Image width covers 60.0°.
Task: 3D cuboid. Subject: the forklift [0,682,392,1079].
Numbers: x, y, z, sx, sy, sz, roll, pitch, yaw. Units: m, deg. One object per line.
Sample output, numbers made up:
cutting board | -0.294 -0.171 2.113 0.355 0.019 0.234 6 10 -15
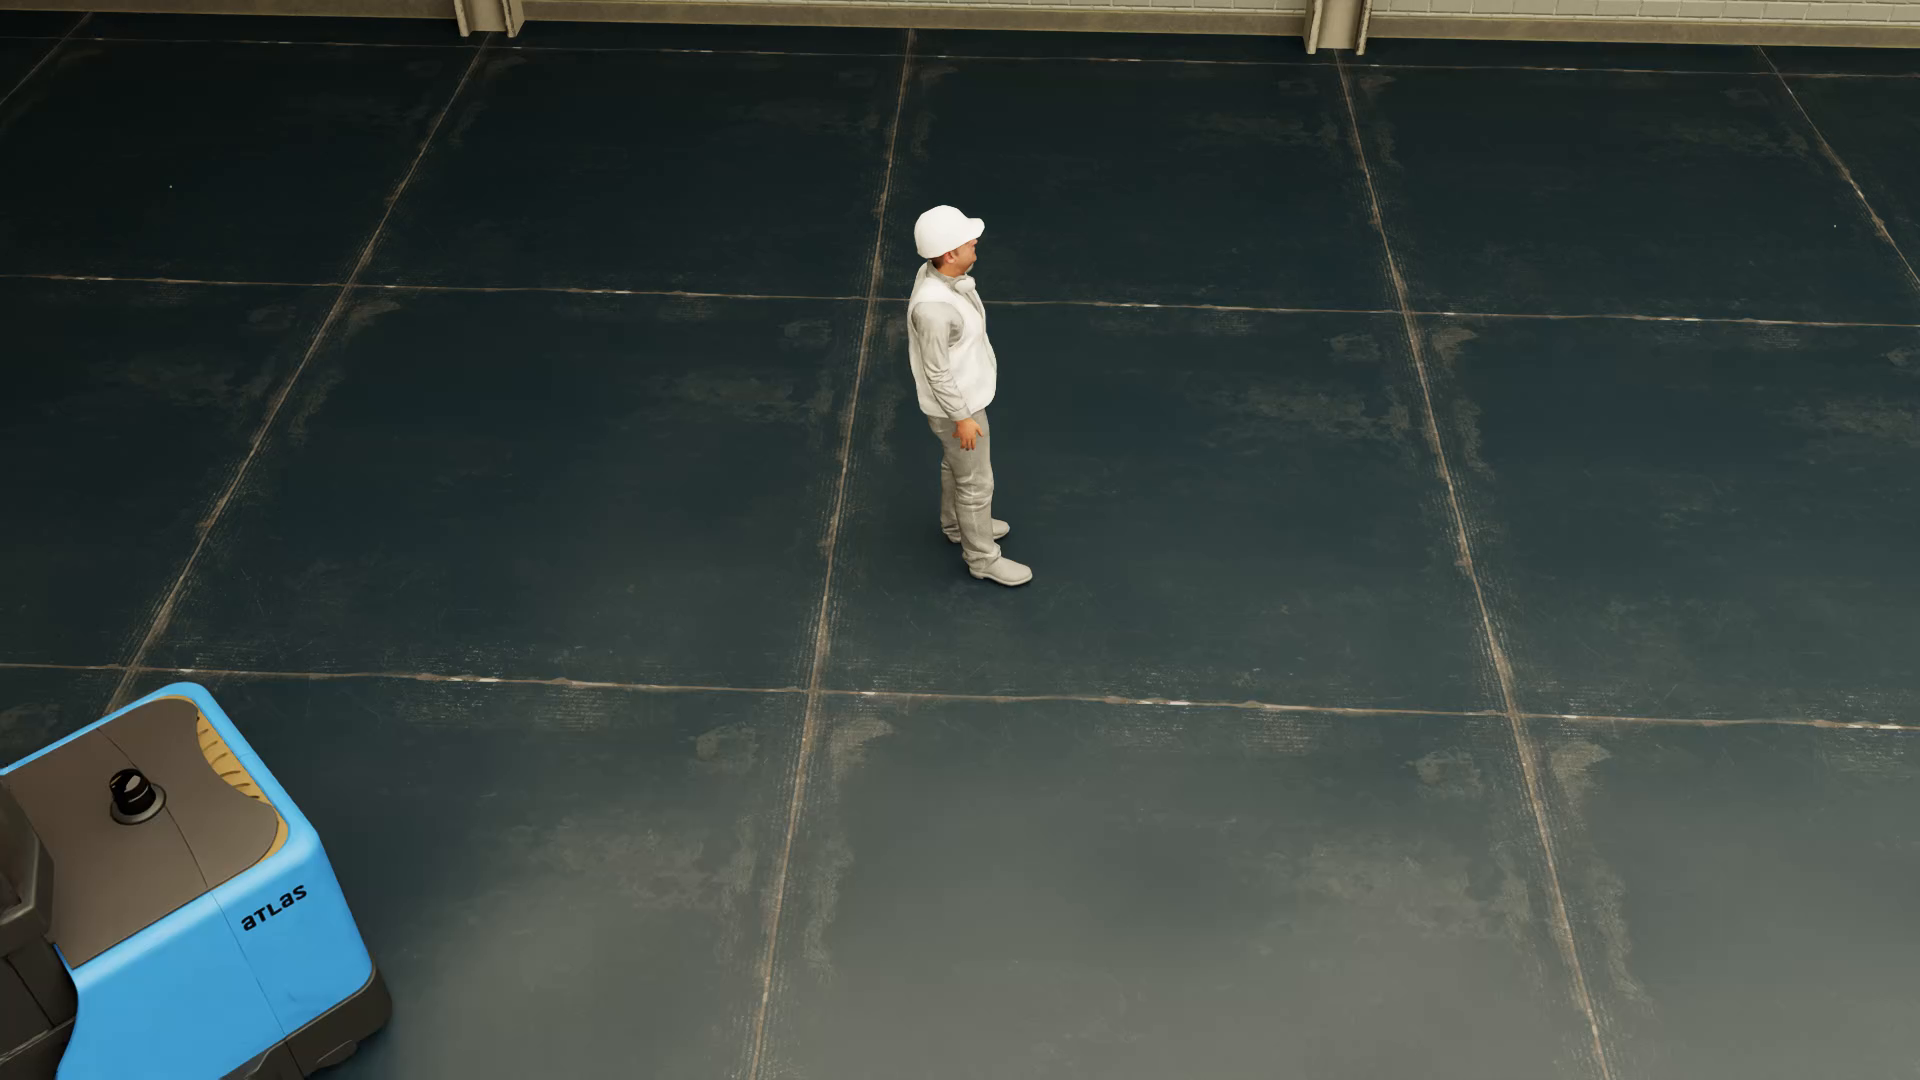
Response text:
forklift | -3.468 1.089 4.549 3.031 2.935 1.130 -32 51 -30

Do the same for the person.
person | 0.063 -0.654 7.305 0.566 1.775 0.634 2 42 2
